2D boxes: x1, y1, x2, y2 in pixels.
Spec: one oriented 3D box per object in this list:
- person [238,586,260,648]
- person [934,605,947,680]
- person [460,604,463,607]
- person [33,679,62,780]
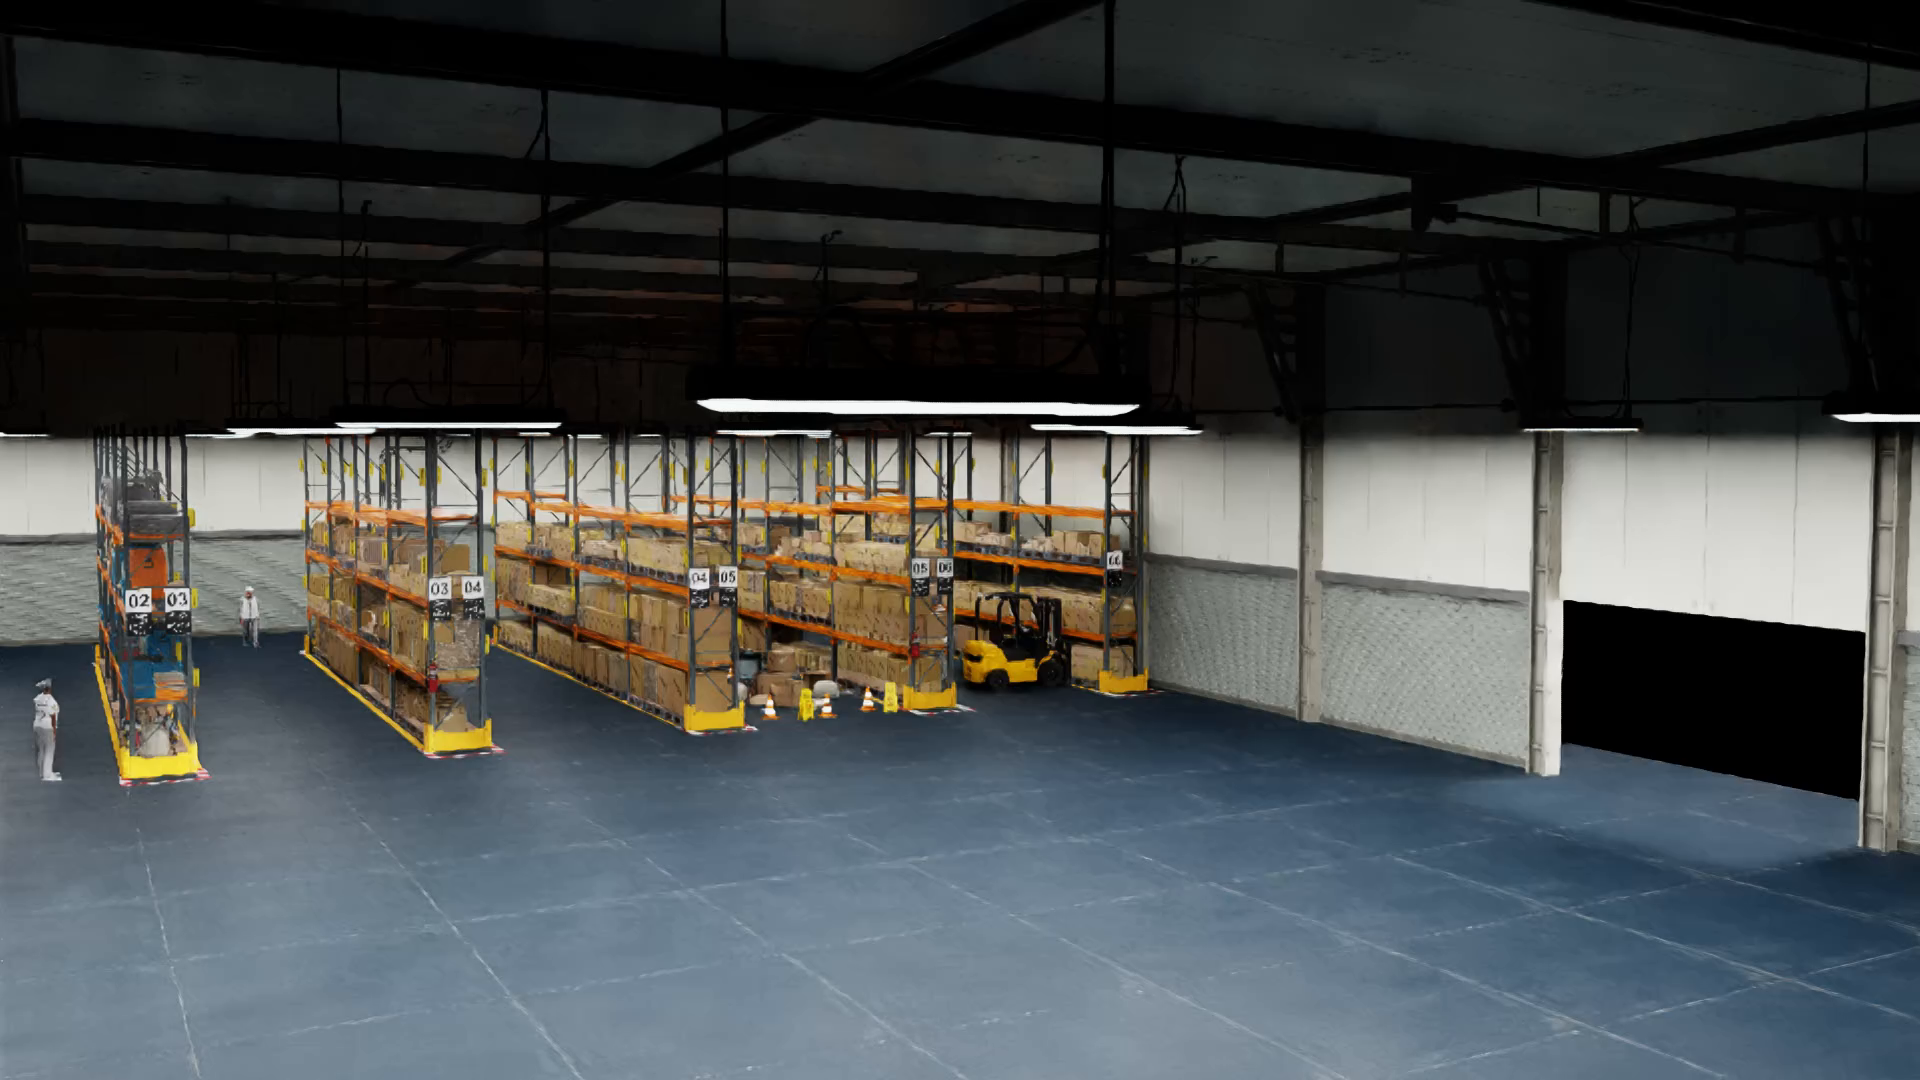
[{"bbox_3d":[-19.531,2.098,45.684,0.543,1.700,1.115,-2,4,-27],"label":"person"},{"bbox_3d":[-0.522,2.429,39.571,0.503,1.764,0.624,0,3,1],"label":"person"},{"bbox_3d":[-15.126,1.810,50.742,0.571,1.653,0.480,2,4,29],"label":"person"},{"bbox_3d":[-15.314,3.182,27.937,0.507,1.679,0.416,2,4,30],"label":"person"}]
